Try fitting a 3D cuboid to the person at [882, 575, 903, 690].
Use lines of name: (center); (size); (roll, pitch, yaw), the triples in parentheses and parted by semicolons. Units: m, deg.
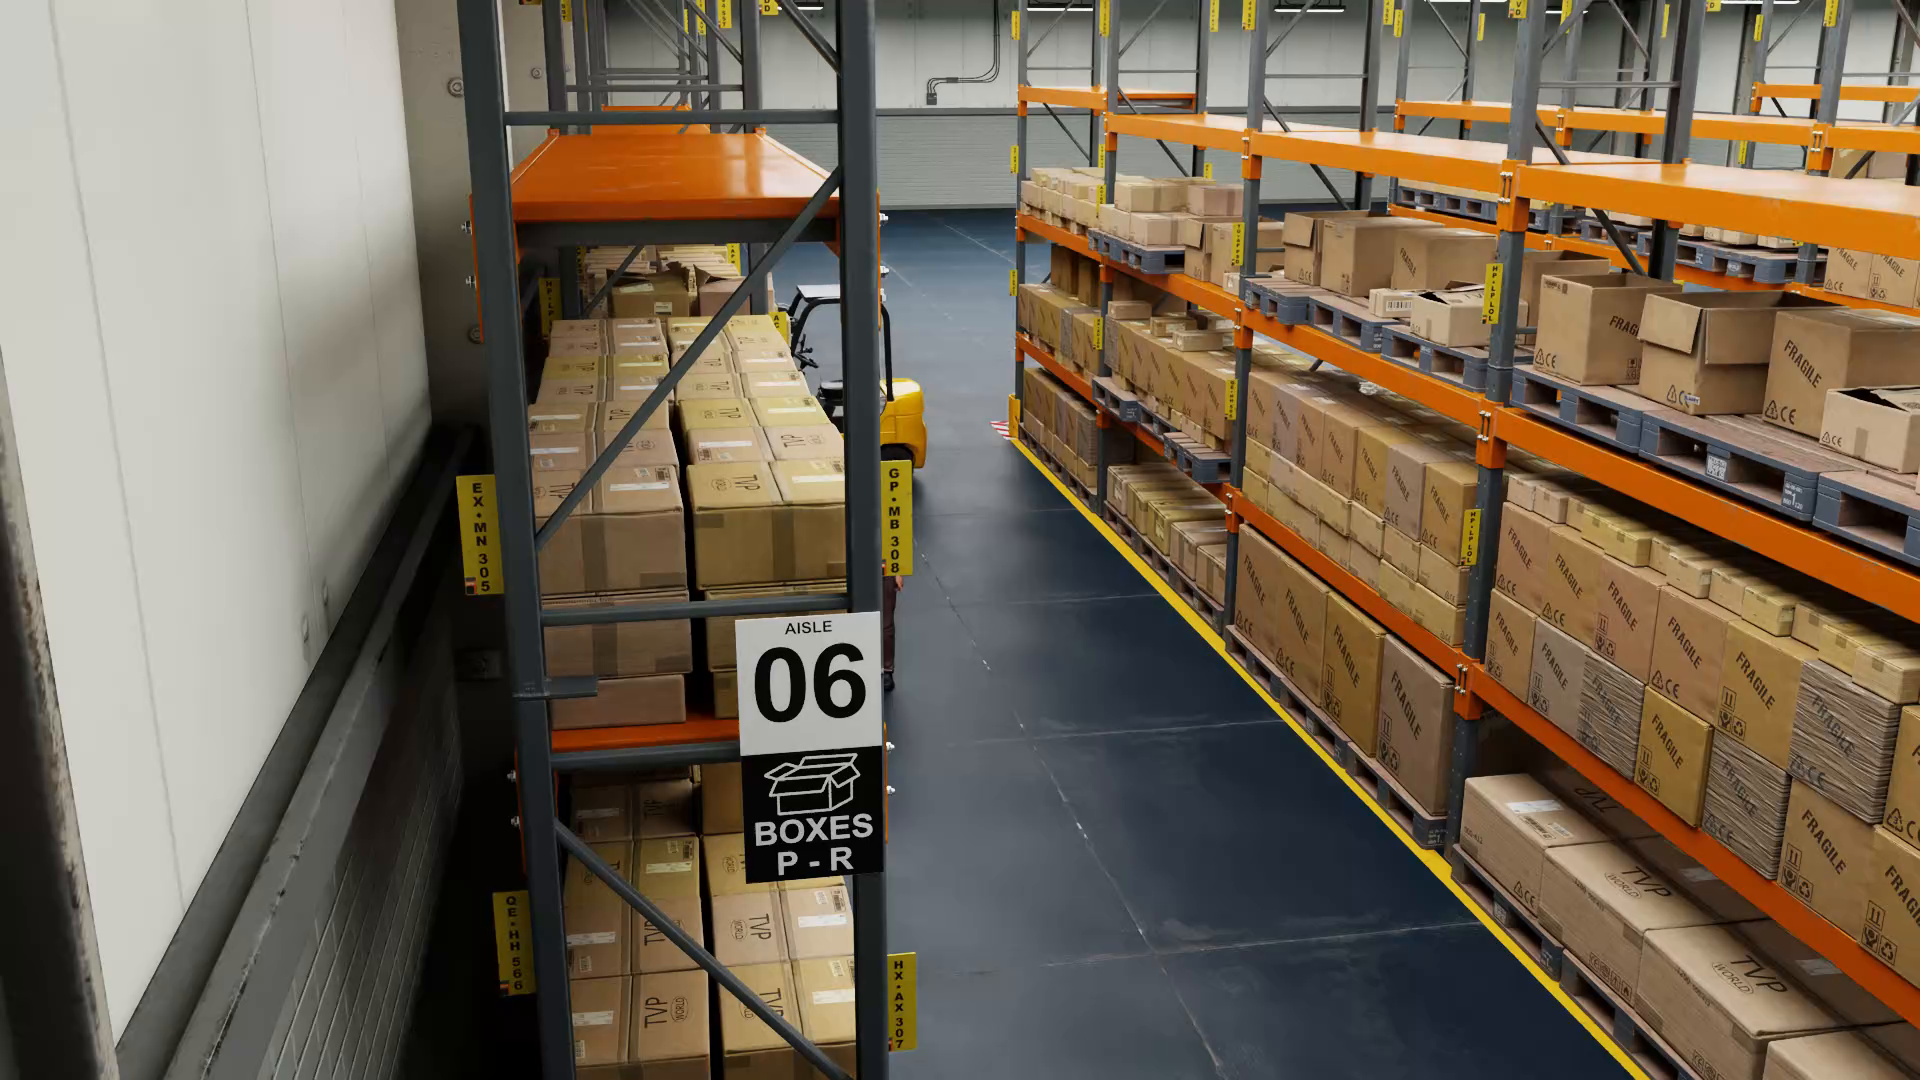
person: (-0.676, 0.278, 12.626); (0.524, 1.723, 0.368); (2, 16, 6)
